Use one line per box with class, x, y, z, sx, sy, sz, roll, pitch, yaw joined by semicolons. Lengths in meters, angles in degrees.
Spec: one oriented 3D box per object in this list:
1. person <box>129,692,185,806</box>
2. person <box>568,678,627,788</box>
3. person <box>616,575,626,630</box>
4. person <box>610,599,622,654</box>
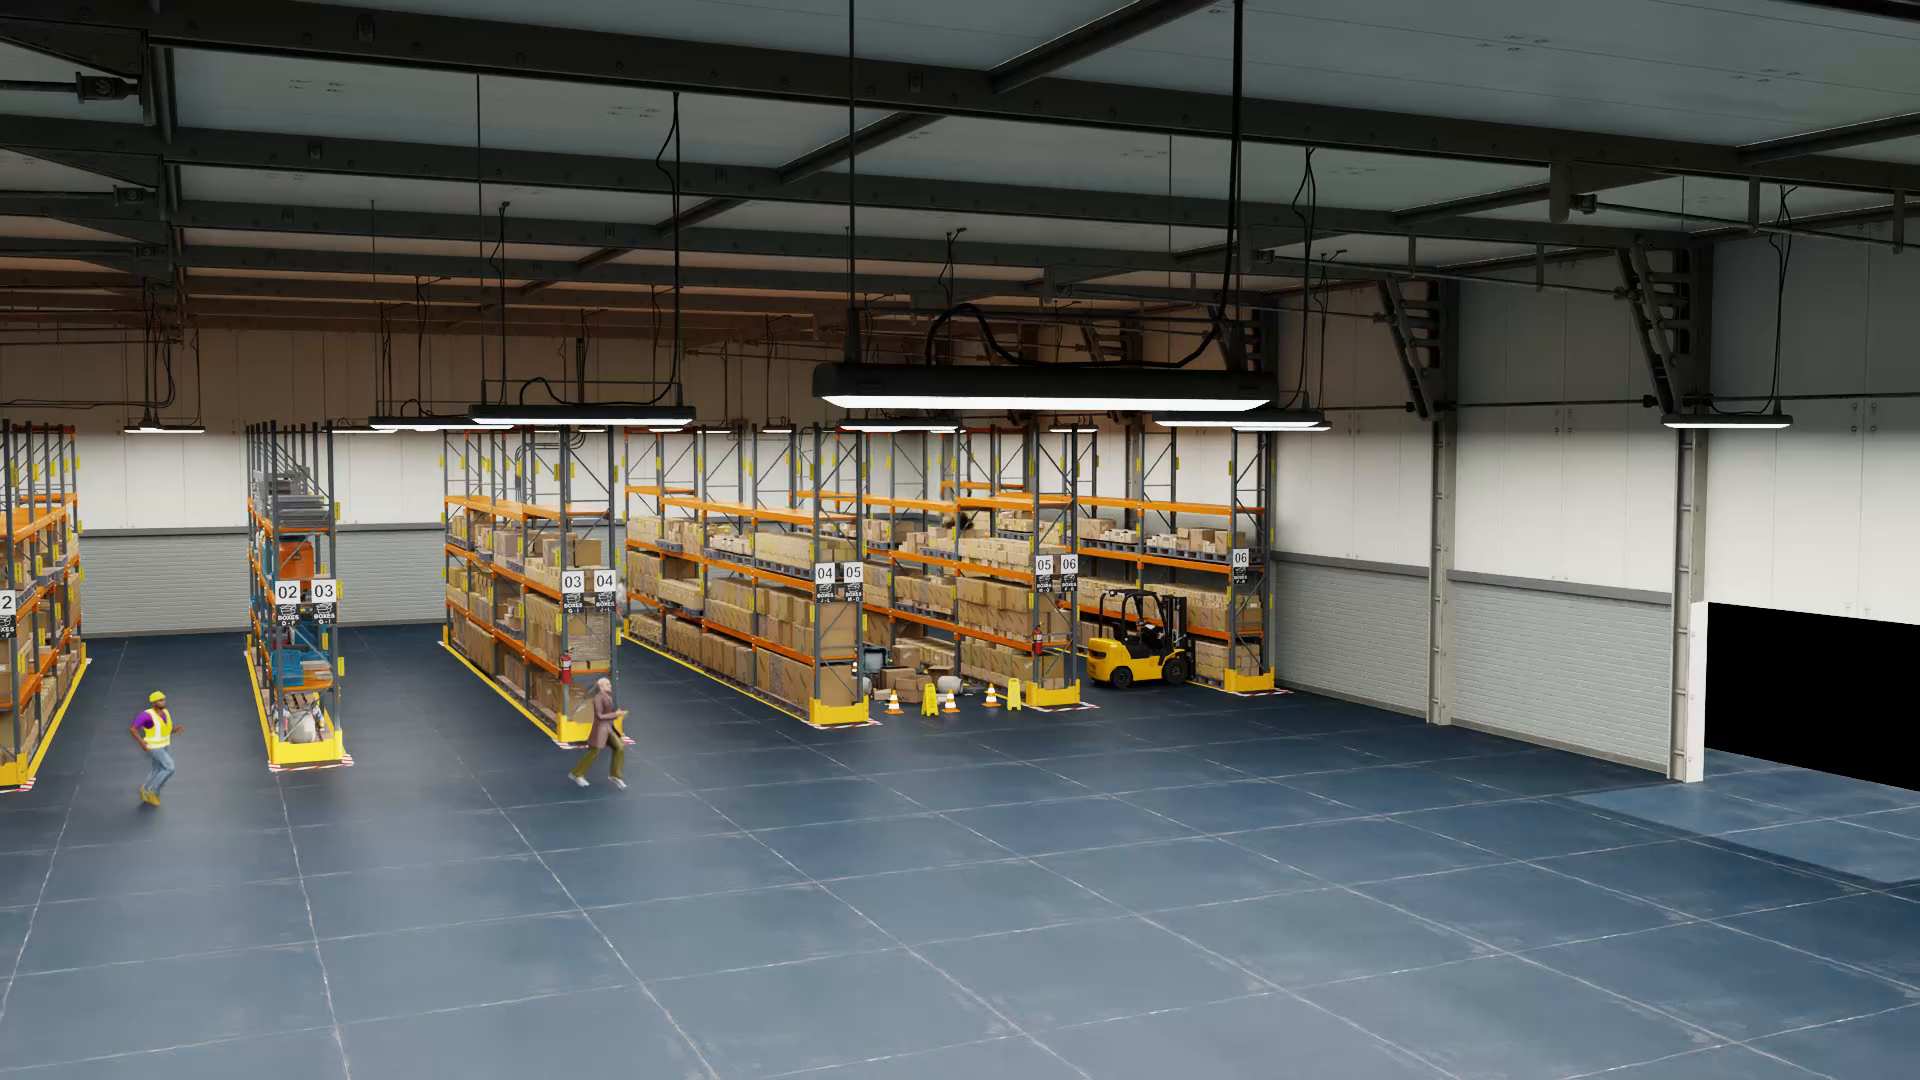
person;-12.431;3.237;25.848;0.684;1.772;0.668;0;4;4
person;-5.854;3.147;27.046;0.987;1.835;0.731;1;4;11
person;-10.105;1.844;48.834;0.669;1.655;0.682;-1;4;-21
person;-9.185;2.118;43.744;0.653;1.749;0.734;-2;4;-28
